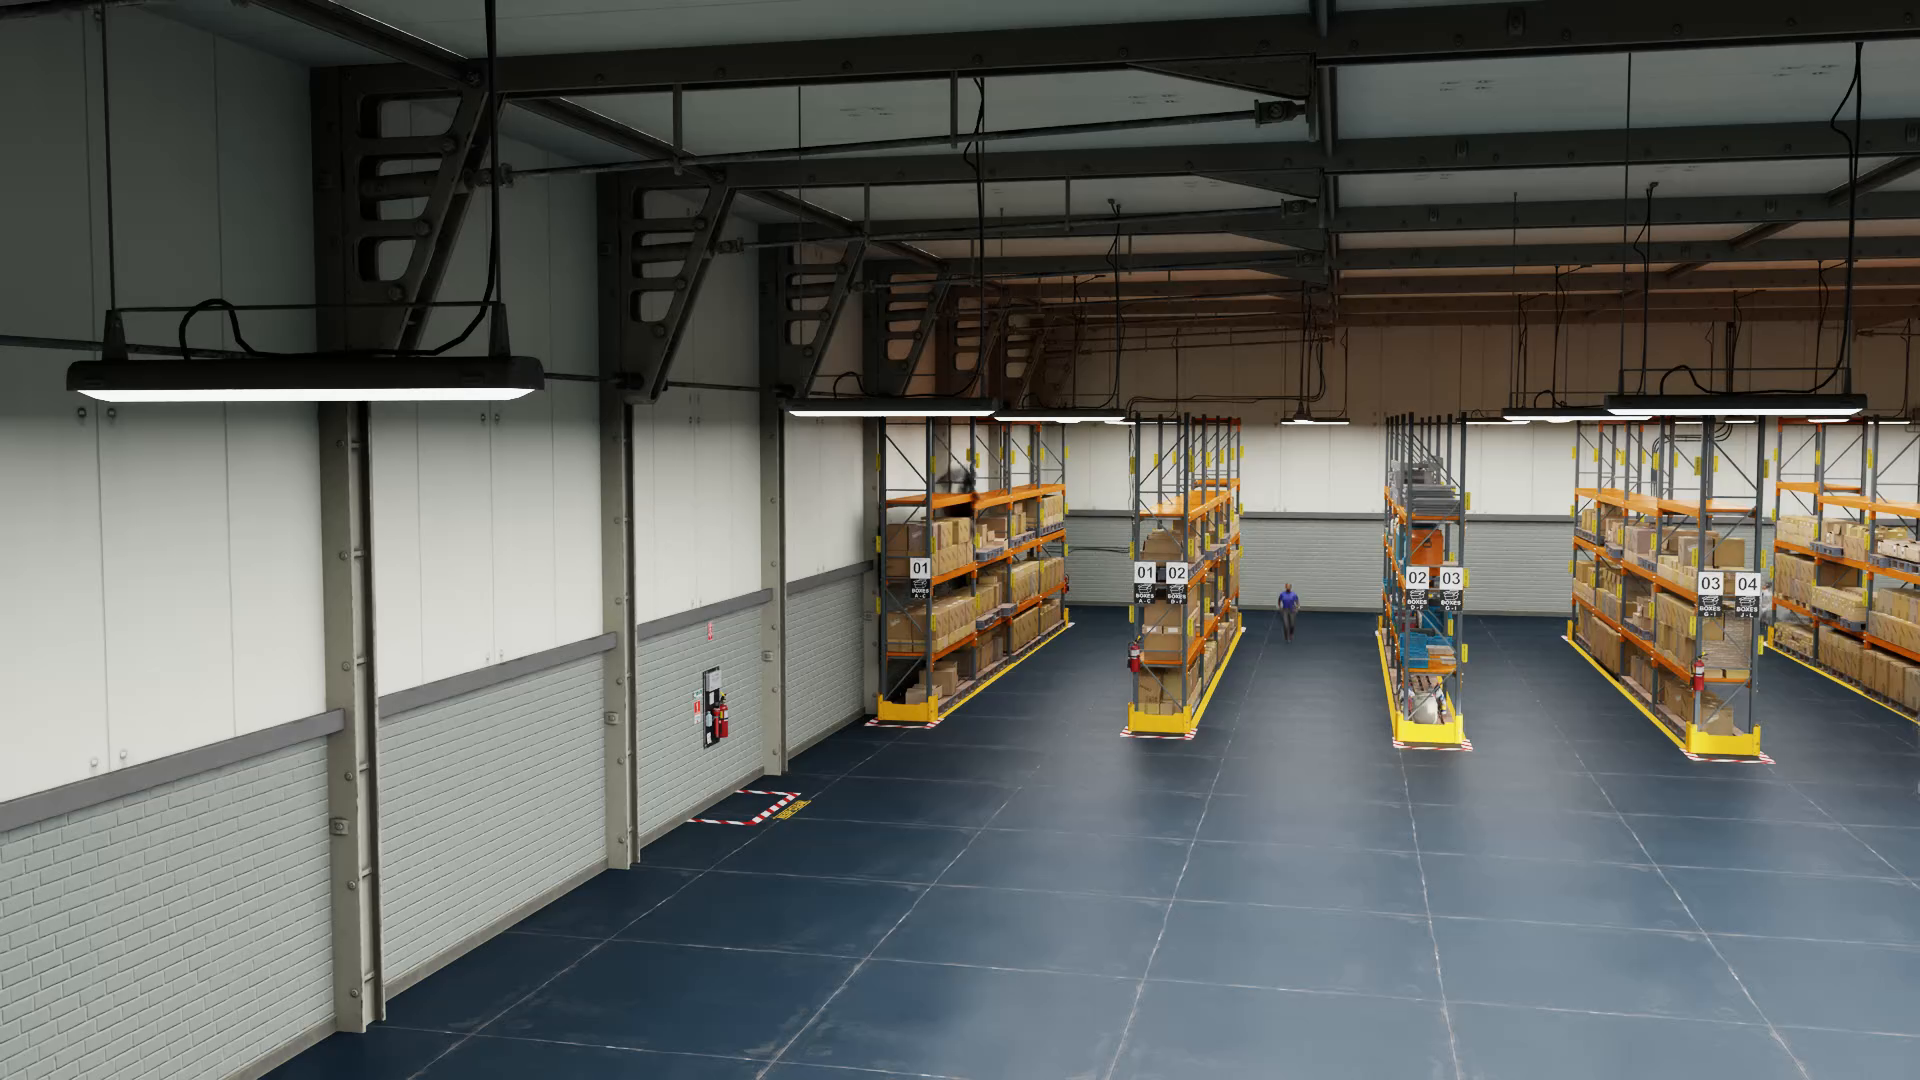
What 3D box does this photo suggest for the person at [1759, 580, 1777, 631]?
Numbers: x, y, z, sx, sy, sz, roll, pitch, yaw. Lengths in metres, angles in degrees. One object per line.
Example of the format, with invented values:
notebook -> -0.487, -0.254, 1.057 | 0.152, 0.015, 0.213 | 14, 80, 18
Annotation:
person -> 21.683, 1.869, 44.861 | 0.814, 1.611, 0.757 | 1, 4, 14

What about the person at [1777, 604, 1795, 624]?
person -> 22.378, 1.838, 44.768 | 0.701, 1.756, 0.688 | 0, 4, 5

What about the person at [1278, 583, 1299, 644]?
person -> 8.710, 1.938, 44.147 | 0.562, 1.598, 0.580 | 1, 4, 12
